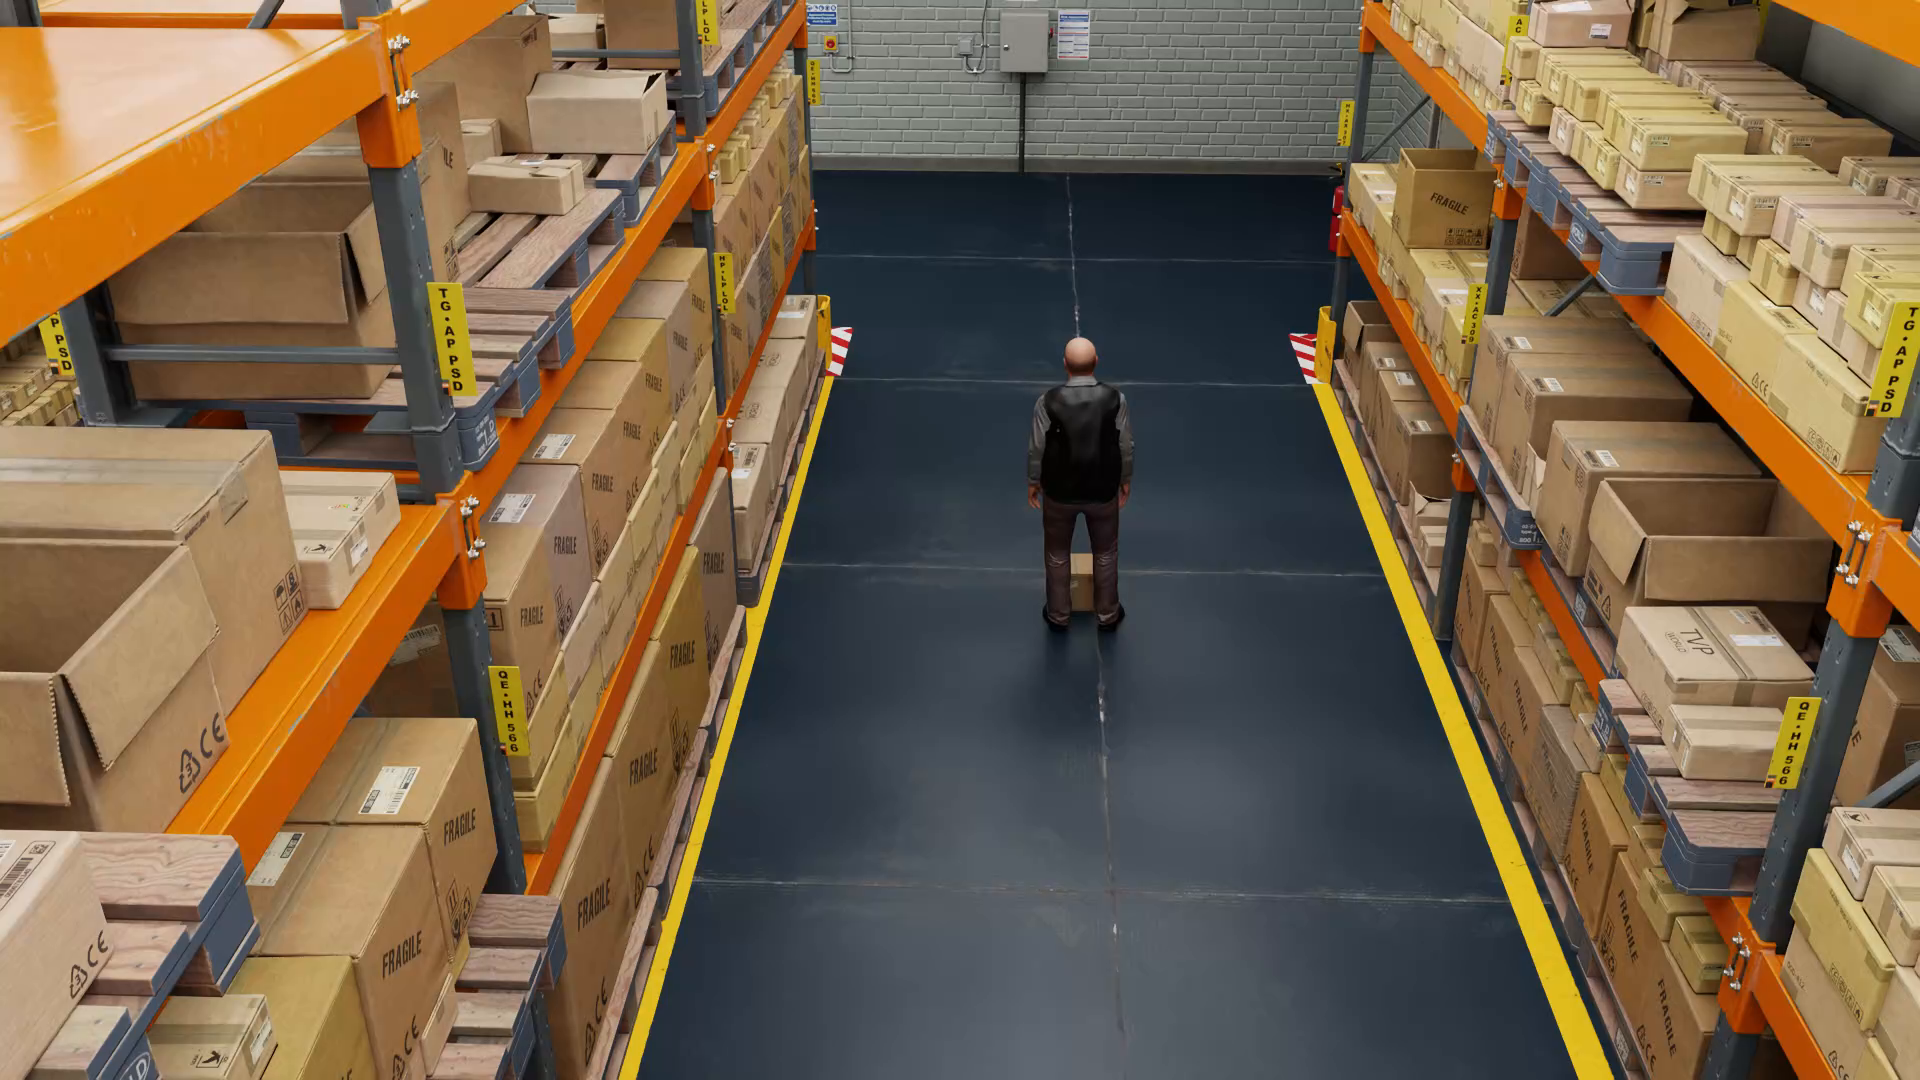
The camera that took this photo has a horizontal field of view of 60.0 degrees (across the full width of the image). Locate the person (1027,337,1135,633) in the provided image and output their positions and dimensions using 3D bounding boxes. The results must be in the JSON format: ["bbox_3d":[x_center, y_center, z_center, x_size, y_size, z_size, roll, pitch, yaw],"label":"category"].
[{"bbox_3d":[0.661,-0.284,9.185,0.594,1.720,0.369,0,28,-1],"label":"person"}]
